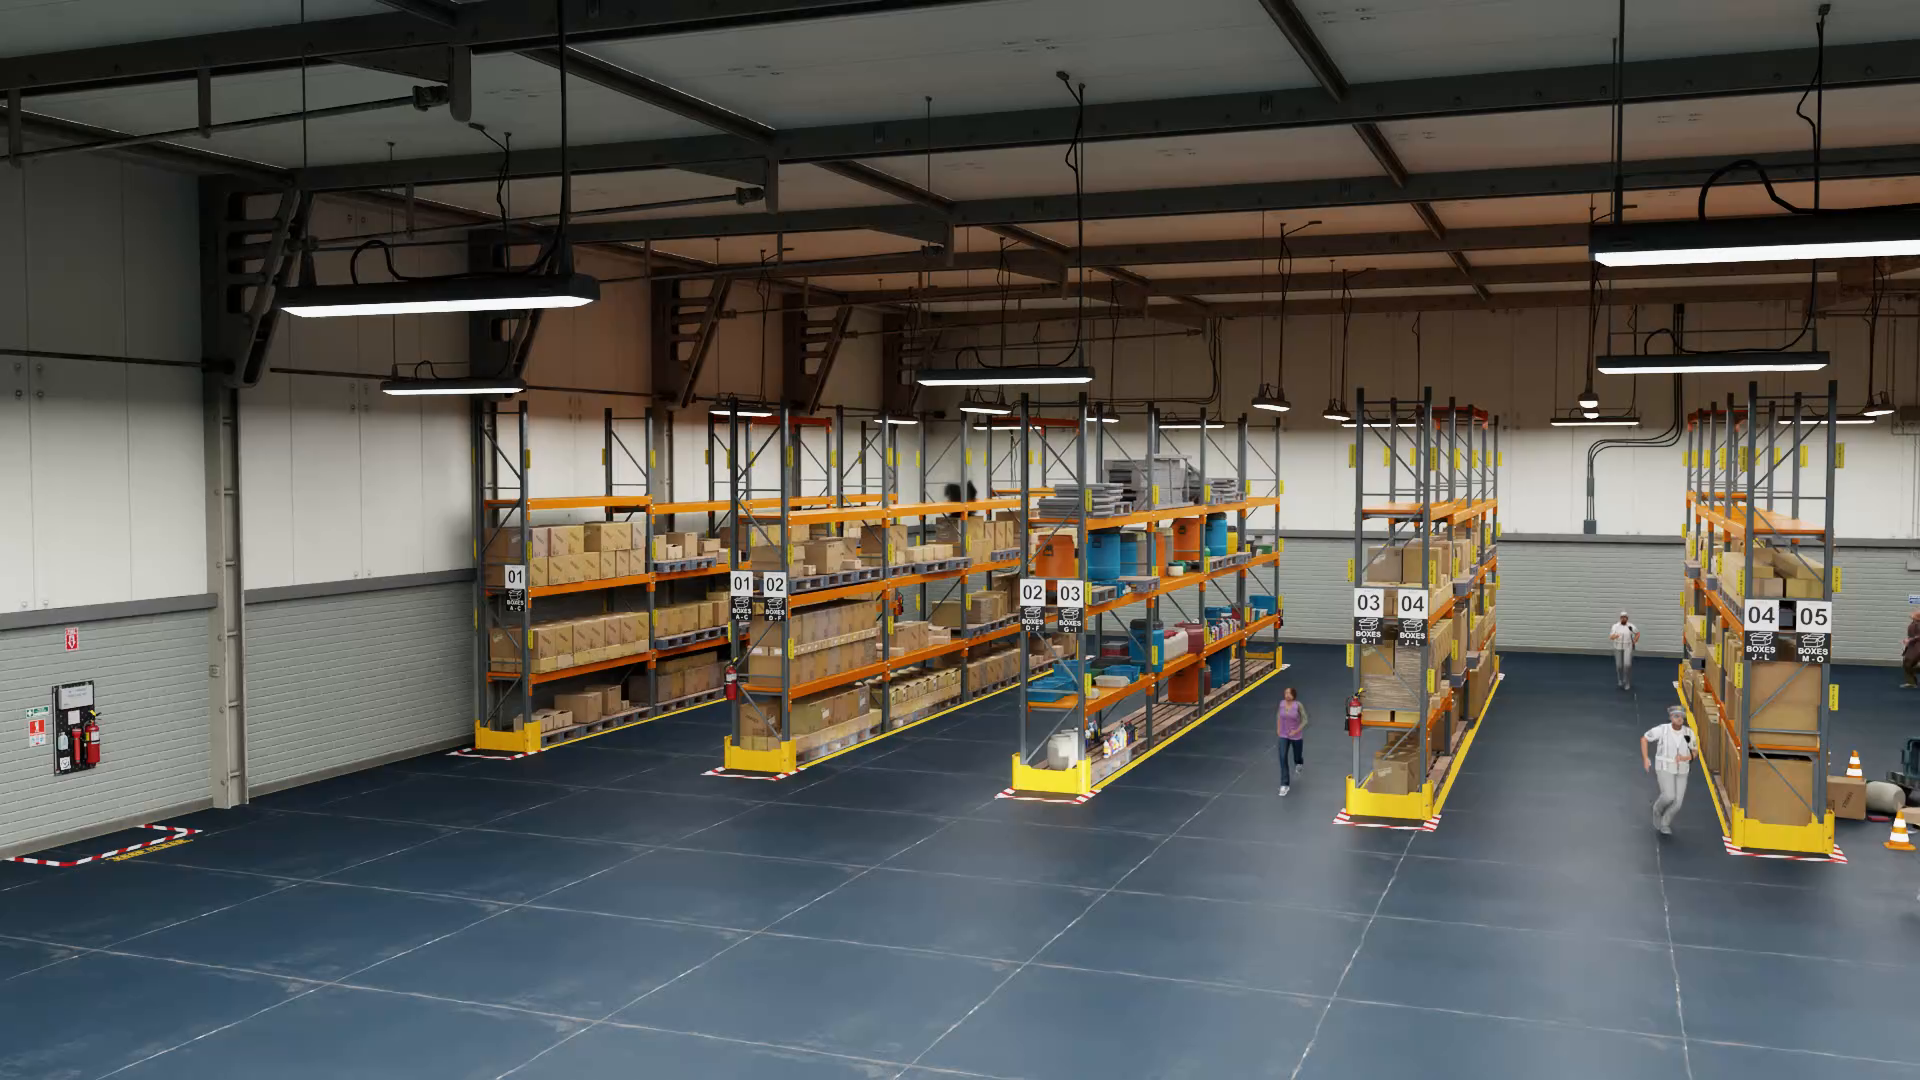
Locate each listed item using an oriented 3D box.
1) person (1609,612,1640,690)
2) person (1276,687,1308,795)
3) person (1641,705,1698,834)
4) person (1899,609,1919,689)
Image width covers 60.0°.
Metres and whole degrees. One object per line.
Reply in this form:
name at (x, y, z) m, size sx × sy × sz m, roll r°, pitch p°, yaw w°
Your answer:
person at (14.456, 2.425, 36.229) m, size 0.584 × 1.702 × 0.679 m, roll 2°, pitch 3°, yaw 29°
person at (5.020, 3.005, 25.186) m, size 0.511 × 1.585 × 0.995 m, roll 1°, pitch 3°, yaw 21°
person at (9.497, 3.057, 22.165) m, size 0.659 × 1.730 × 0.580 m, roll 0°, pitch 3°, yaw -1°
person at (20.827, 2.376, 36.163) m, size 0.724 × 1.726 × 0.704 m, roll 1°, pitch 3°, yaw 19°
